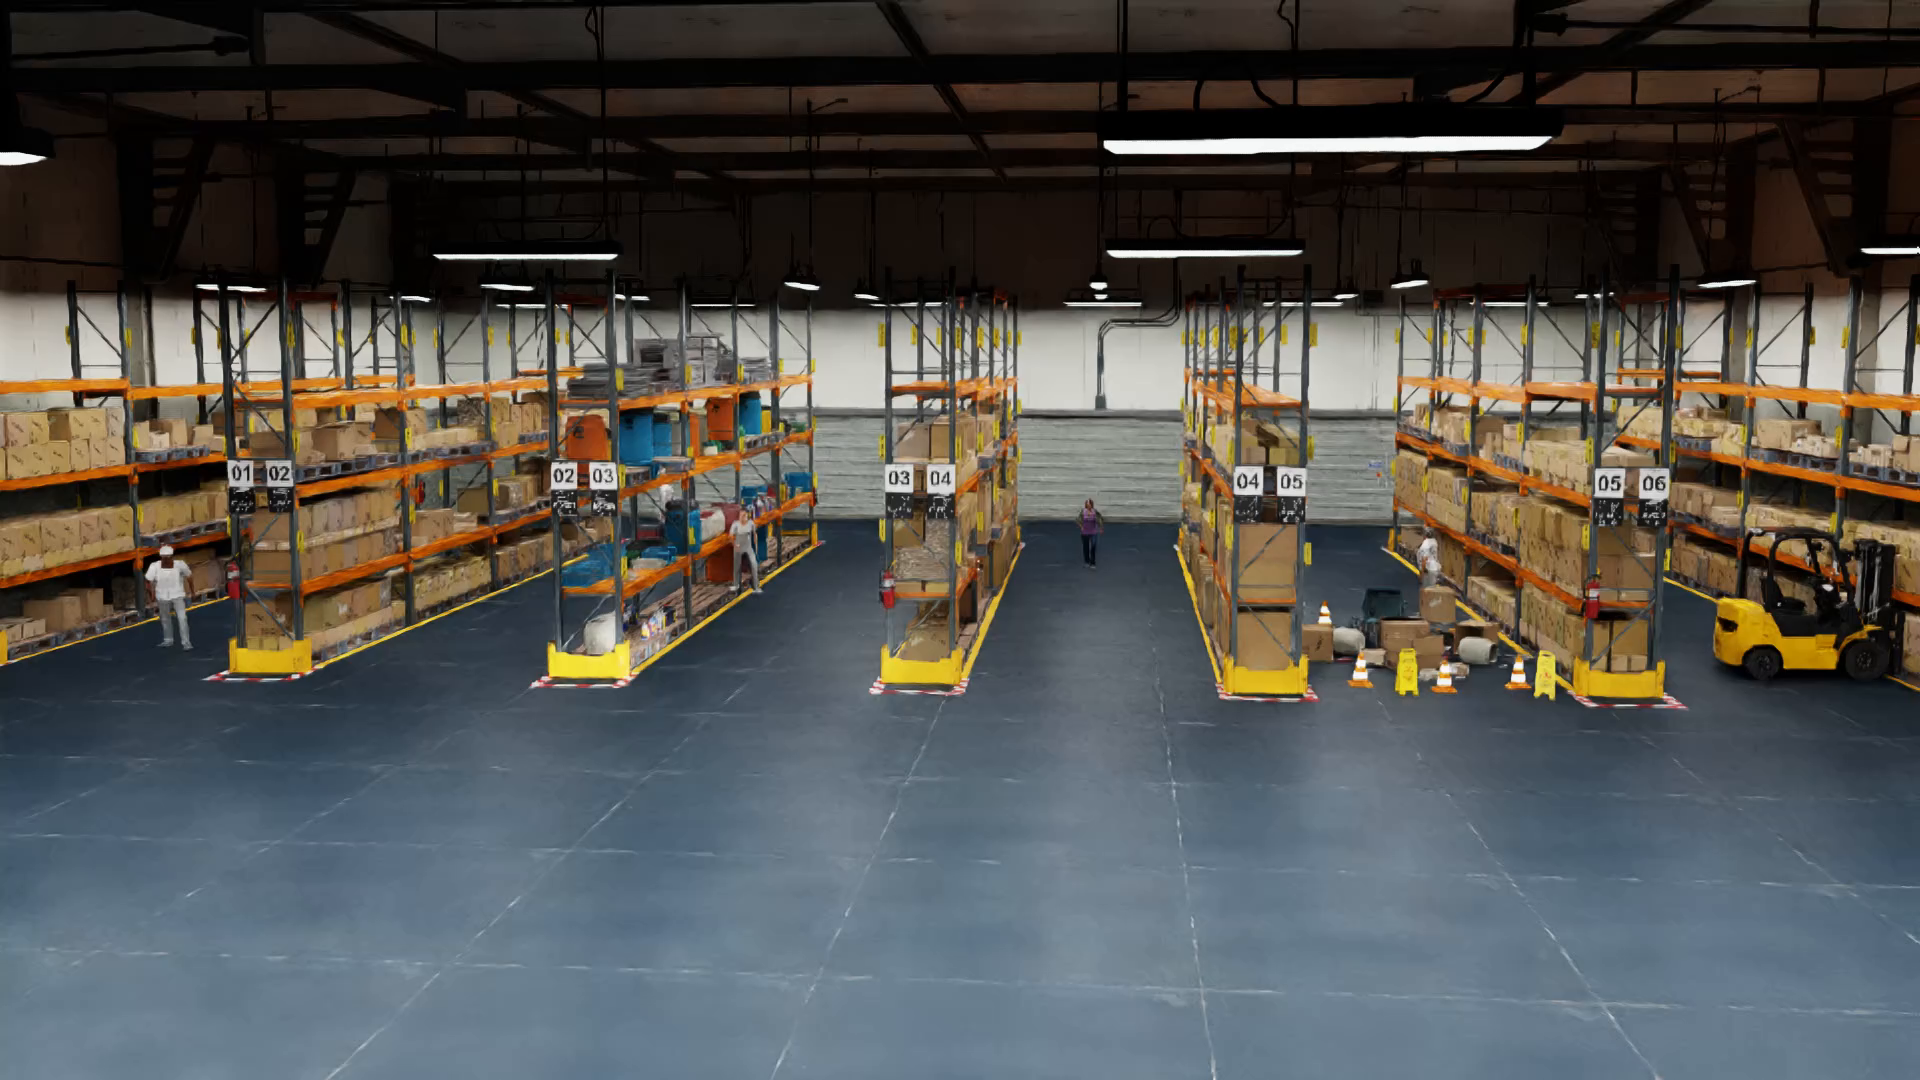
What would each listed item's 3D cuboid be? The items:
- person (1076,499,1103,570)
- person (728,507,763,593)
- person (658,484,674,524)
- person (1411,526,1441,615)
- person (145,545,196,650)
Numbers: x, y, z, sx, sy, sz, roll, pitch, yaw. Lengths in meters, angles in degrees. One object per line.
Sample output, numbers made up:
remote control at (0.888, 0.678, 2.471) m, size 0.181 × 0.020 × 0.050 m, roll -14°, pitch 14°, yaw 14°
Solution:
person at (2.820, -0.154, 36.239) m, size 0.562 × 1.530 × 0.815 m, roll 1°, pitch 7°, yaw 10°
person at (-4.005, 0.169, 30.902) m, size 0.609 × 1.604 × 0.815 m, roll -1°, pitch 7°, yaw -11°
person at (-7.028, -0.721, 39.830) m, size 0.547 × 1.775 × 0.758 m, roll 0°, pitch 7°, yaw 2°
person at (8.320, 0.577, 29.645) m, size 0.562 × 1.648 × 0.612 m, roll 4°, pitch 8°, yaw 30°
person at (-12.671, 0.912, 26.707) m, size 0.713 × 1.698 × 0.809 m, roll -2°, pitch 7°, yaw -13°
